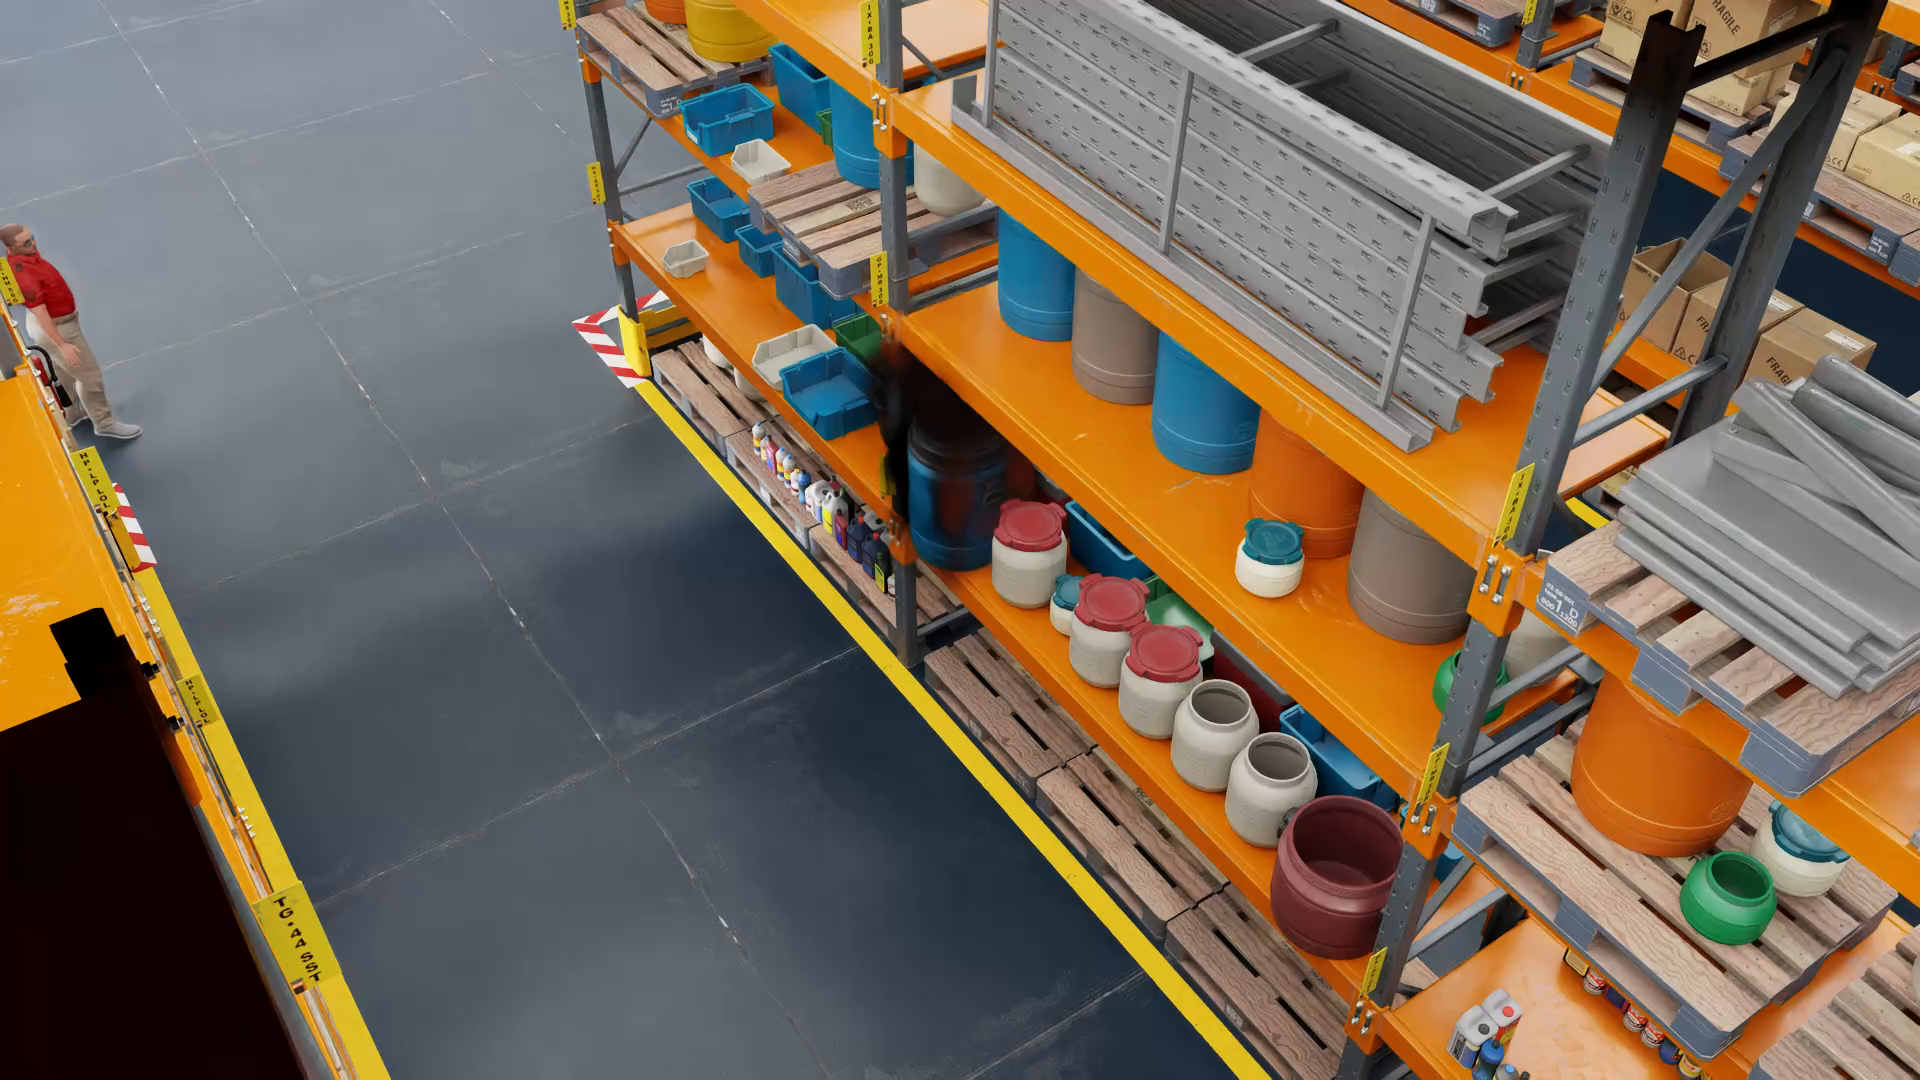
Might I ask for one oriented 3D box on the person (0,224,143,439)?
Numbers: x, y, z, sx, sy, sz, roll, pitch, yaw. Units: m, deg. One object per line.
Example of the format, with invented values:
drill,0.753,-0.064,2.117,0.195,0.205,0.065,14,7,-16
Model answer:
person,-6.551,-1.489,12.097,0.437,1.745,0.742,-33,52,-30
